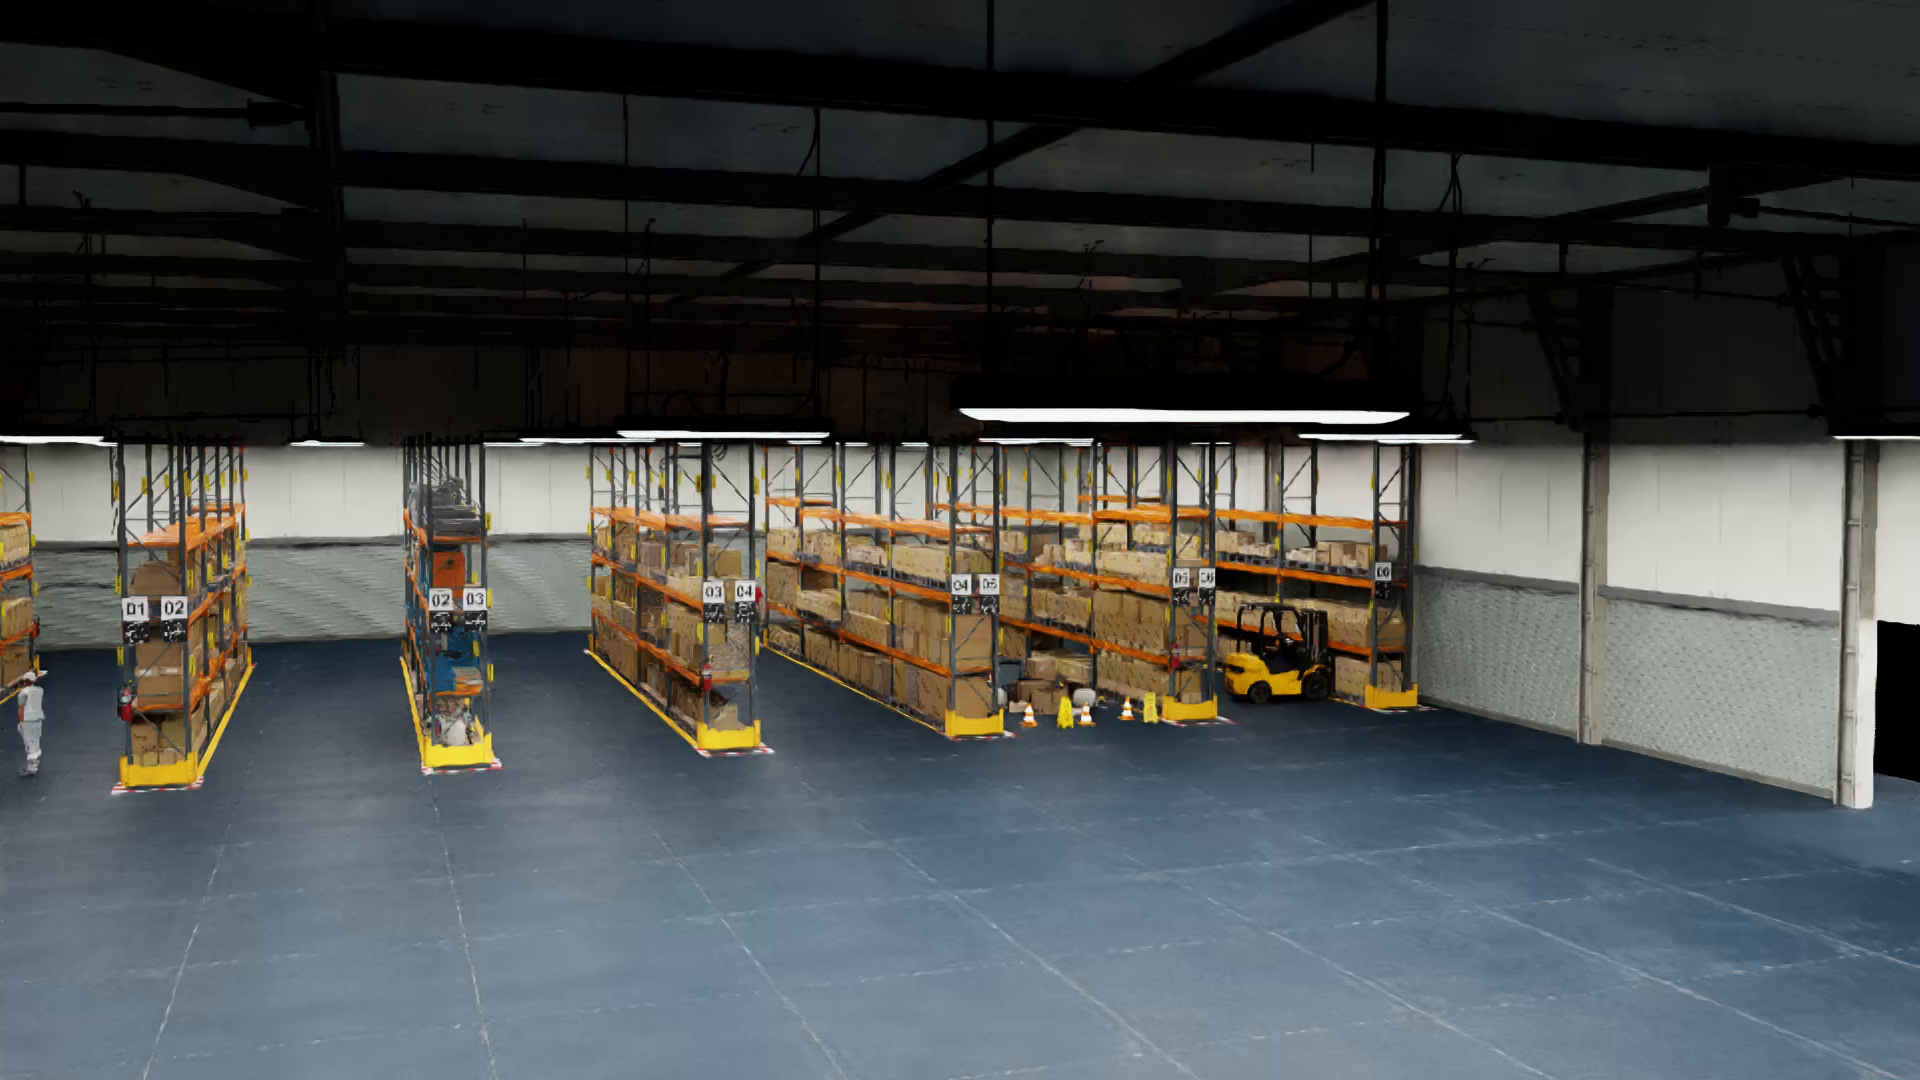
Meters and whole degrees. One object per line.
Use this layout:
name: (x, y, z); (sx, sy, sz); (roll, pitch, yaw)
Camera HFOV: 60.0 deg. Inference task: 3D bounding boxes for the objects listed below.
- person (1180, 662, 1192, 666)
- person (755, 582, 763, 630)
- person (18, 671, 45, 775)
person: (5.204, 2.745, 38.743); (0.462, 1.652, 0.523); (1, 3, 11)
person: (-6.390, 2.034, 51.570); (0.579, 1.662, 0.978); (0, 3, 1)
person: (-16.381, 3.193, 29.214); (0.489, 1.787, 0.608); (1, 3, 11)
